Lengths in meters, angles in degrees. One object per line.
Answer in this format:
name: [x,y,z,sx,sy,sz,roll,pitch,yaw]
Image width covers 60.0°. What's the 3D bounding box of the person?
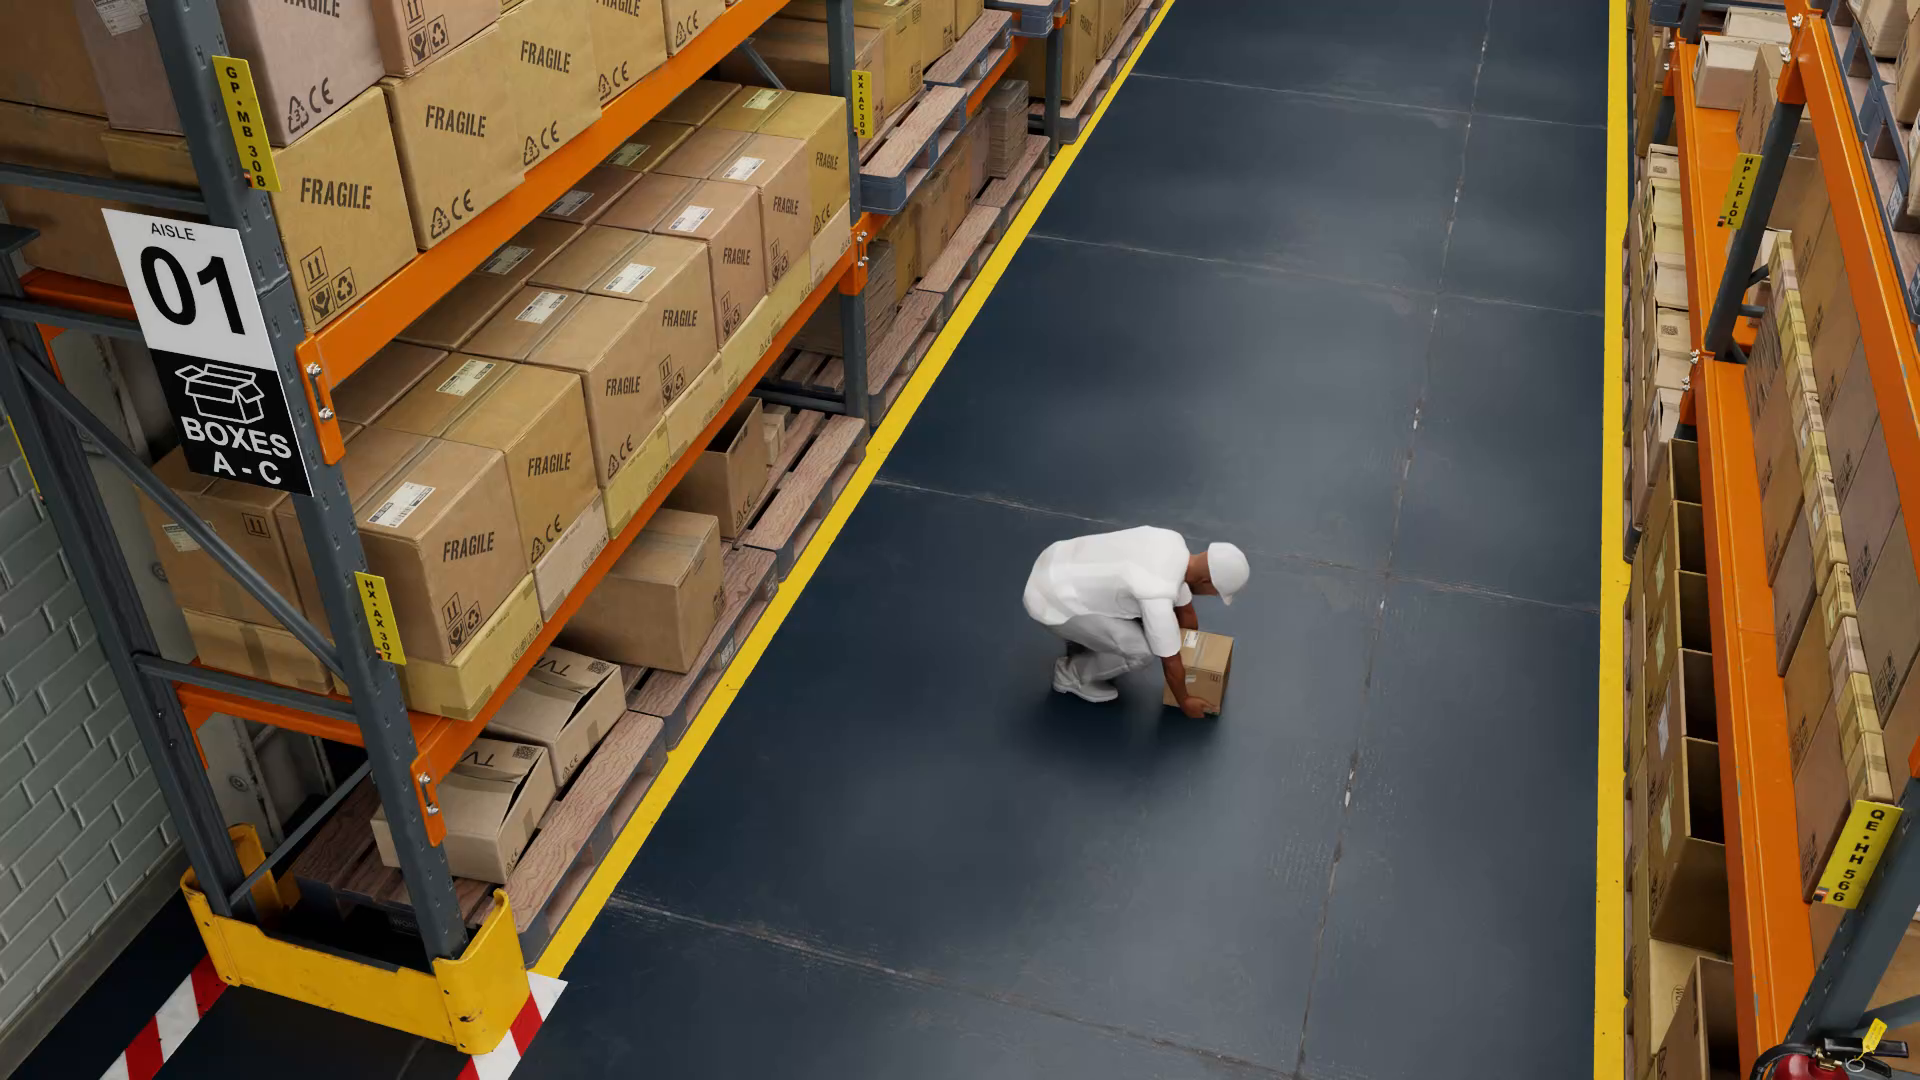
person: [0.767,0.318,7.303,0.939,0.843,0.534,10,38,13]
